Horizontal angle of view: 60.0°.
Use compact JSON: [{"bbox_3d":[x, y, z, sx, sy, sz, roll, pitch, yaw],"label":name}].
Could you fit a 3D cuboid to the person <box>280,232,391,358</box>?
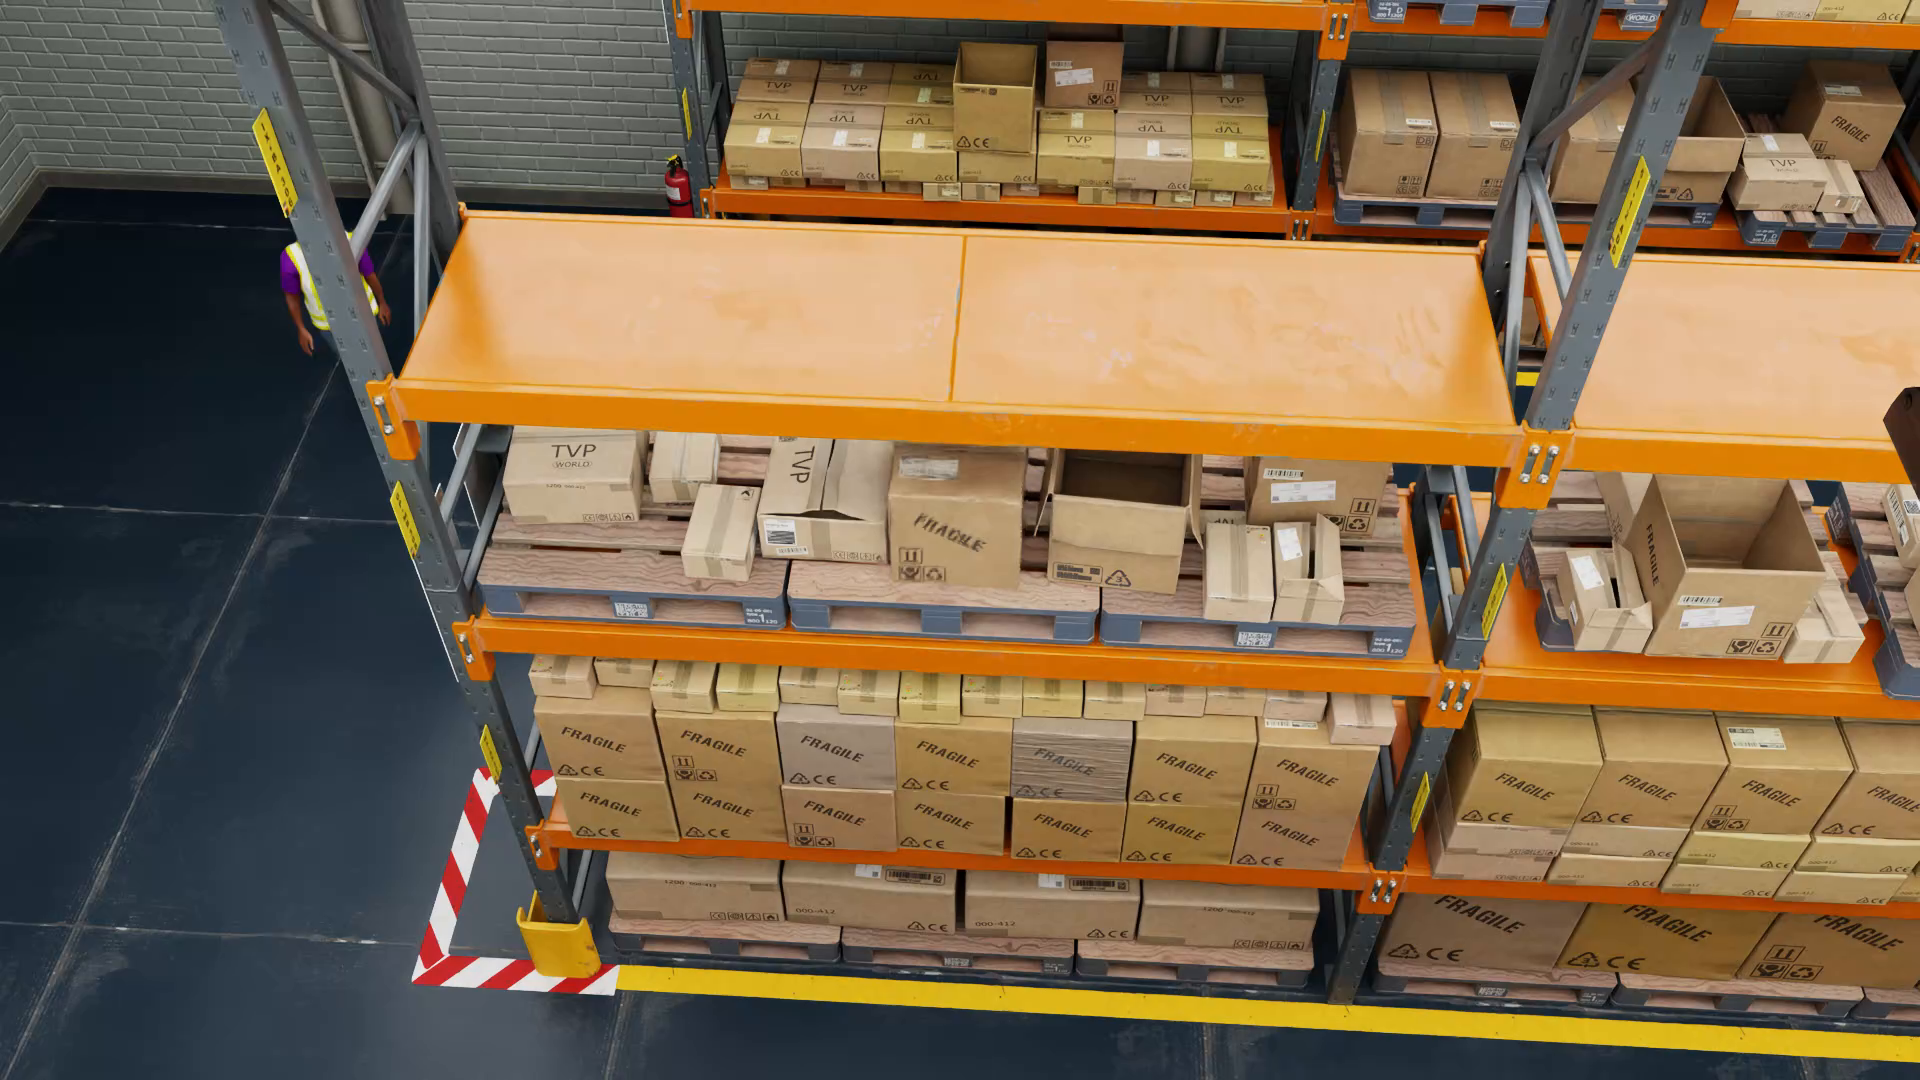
[{"bbox_3d":[-4.067,-1.500,10.929,0.565,1.734,0.995,-6,48,-5],"label":"person"}]
